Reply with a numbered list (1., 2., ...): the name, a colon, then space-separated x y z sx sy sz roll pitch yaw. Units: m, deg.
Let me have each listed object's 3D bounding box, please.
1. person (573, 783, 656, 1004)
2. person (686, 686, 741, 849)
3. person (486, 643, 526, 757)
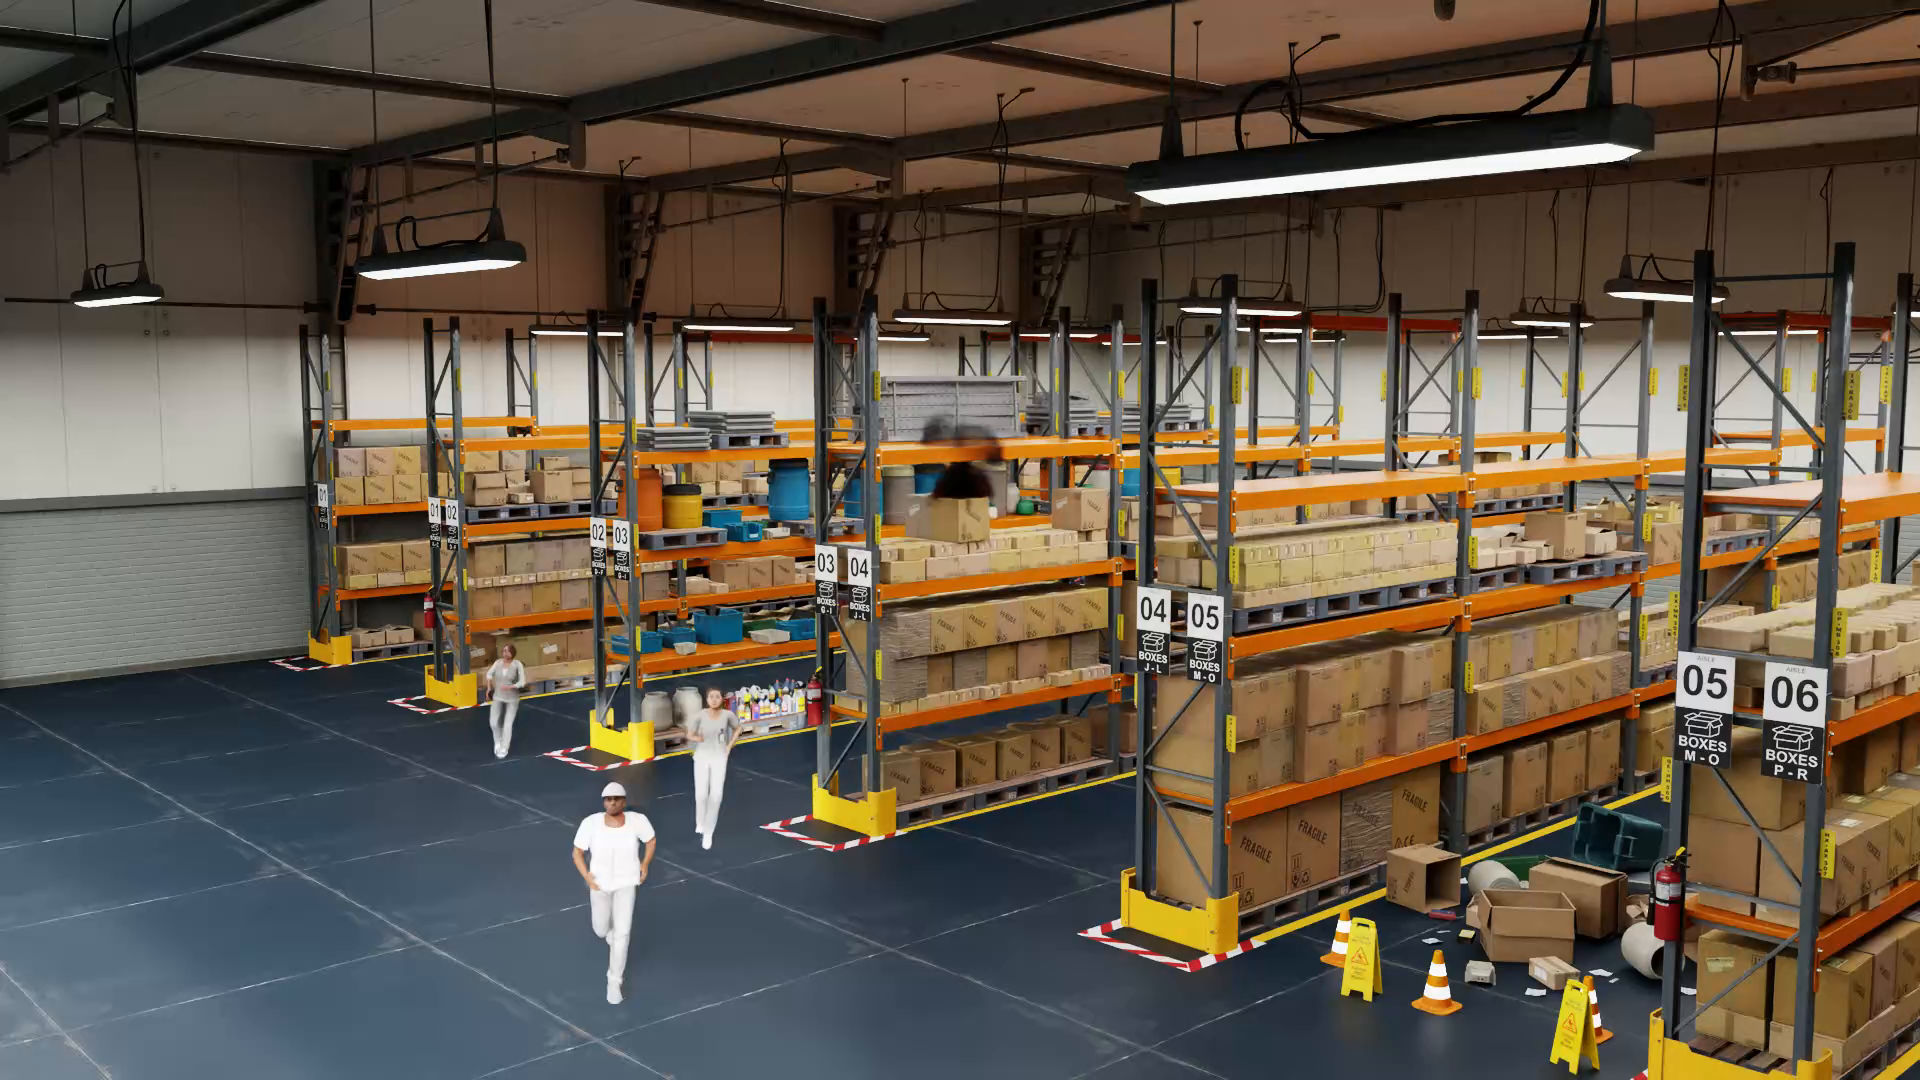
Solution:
1. person: -2.927 2.907 14.065 0.678 1.751 1.035 0 6 -3
2. person: -2.630 2.398 17.737 0.567 1.710 0.720 0 6 -4
3. person: -6.080 2.153 22.199 0.510 1.534 0.530 -1 6 -6
